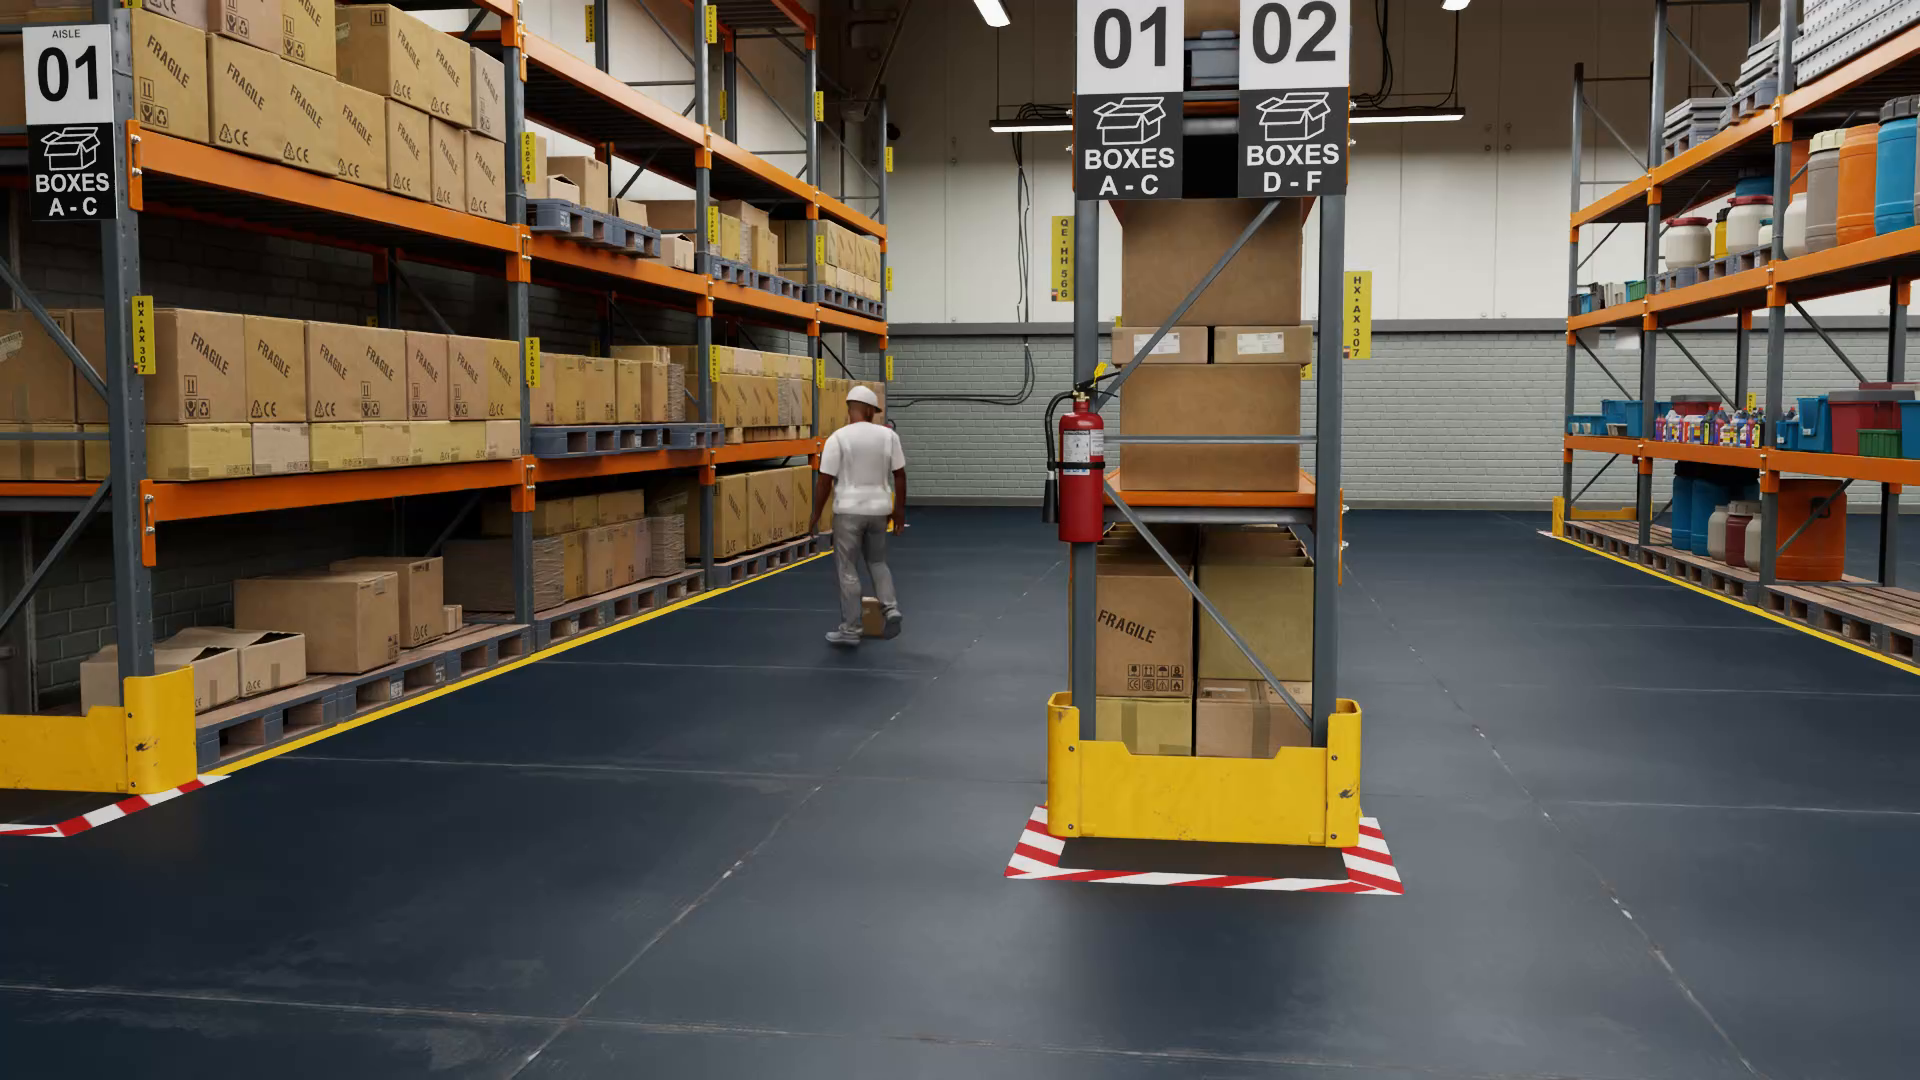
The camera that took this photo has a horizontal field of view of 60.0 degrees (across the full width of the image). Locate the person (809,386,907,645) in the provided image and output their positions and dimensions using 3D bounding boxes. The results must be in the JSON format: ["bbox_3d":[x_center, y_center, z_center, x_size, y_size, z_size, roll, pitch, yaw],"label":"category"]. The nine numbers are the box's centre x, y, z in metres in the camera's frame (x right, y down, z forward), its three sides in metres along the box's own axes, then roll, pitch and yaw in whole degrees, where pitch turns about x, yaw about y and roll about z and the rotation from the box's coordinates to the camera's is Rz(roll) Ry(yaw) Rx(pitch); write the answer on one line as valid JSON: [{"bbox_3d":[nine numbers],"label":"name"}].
[{"bbox_3d":[-0.683,-0.171,11.393,0.627,1.763,0.477,-3,5,-31],"label":"person"}]
